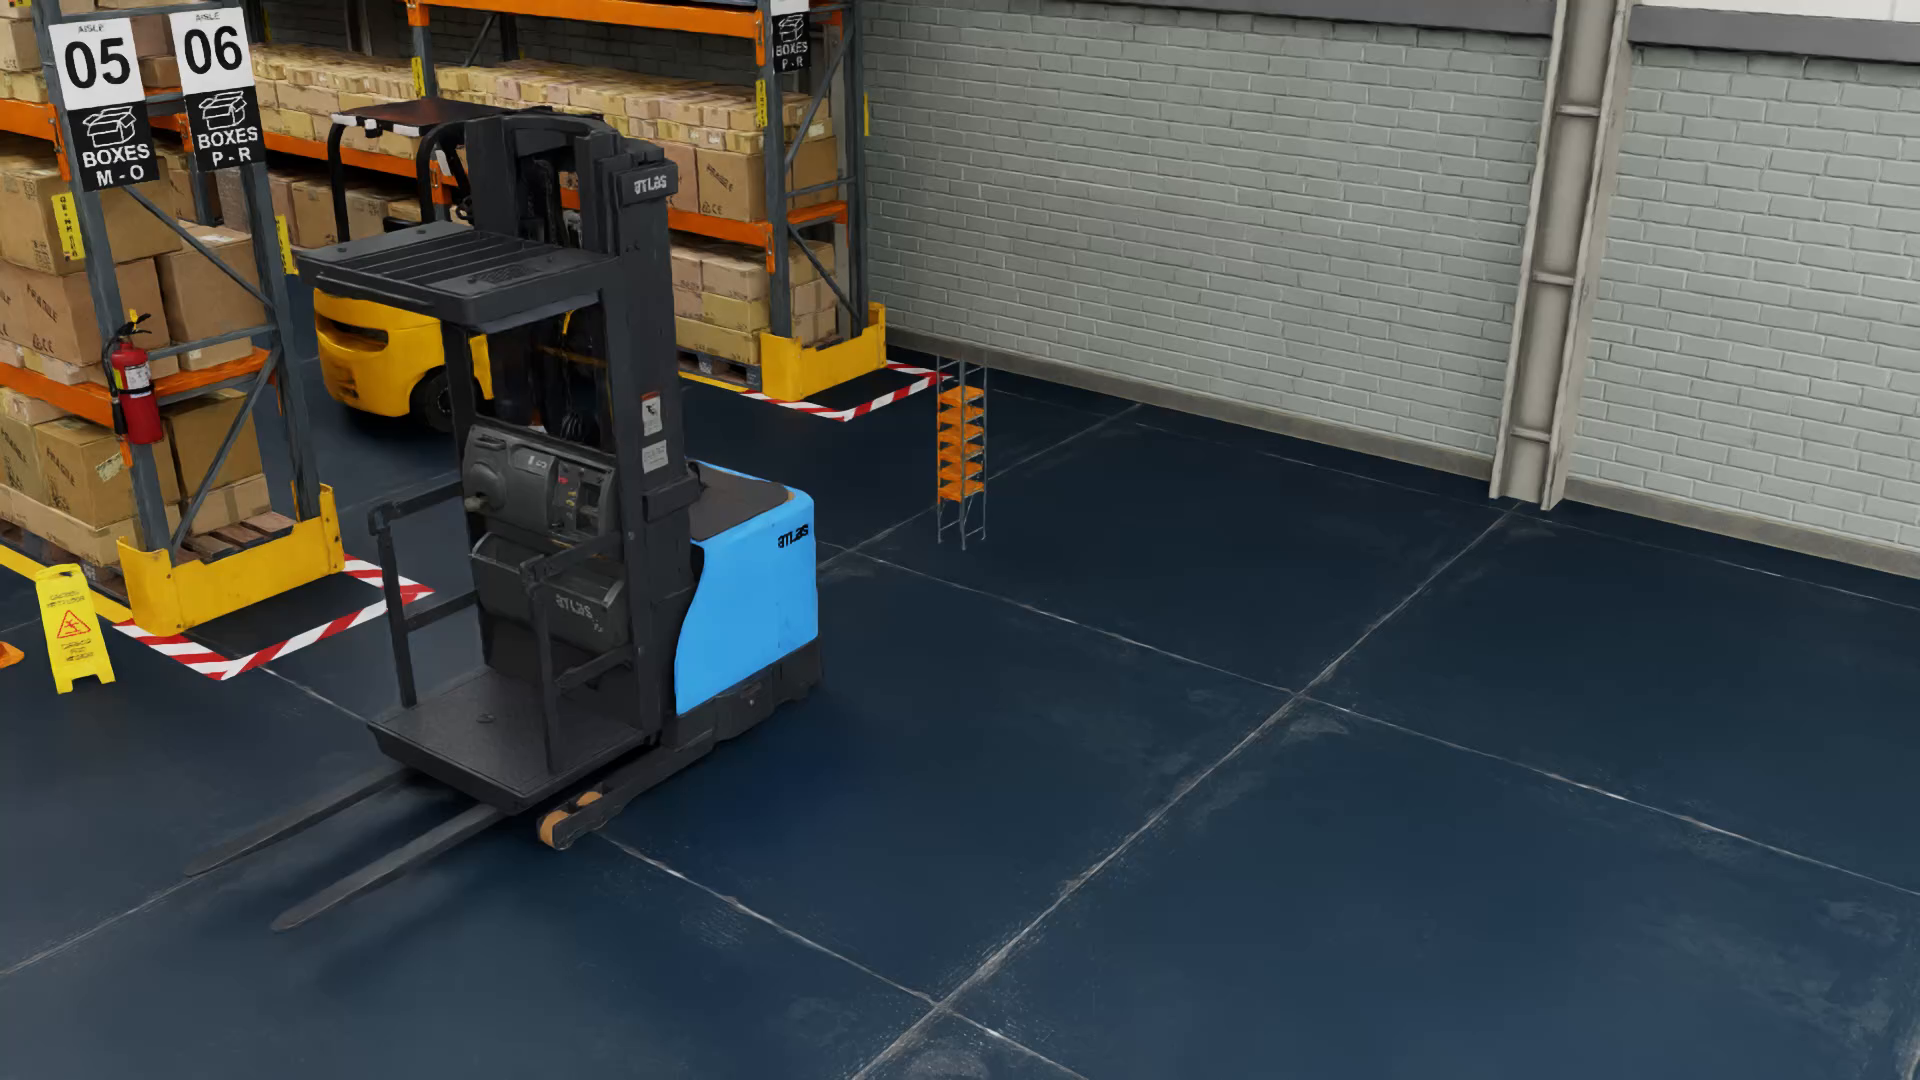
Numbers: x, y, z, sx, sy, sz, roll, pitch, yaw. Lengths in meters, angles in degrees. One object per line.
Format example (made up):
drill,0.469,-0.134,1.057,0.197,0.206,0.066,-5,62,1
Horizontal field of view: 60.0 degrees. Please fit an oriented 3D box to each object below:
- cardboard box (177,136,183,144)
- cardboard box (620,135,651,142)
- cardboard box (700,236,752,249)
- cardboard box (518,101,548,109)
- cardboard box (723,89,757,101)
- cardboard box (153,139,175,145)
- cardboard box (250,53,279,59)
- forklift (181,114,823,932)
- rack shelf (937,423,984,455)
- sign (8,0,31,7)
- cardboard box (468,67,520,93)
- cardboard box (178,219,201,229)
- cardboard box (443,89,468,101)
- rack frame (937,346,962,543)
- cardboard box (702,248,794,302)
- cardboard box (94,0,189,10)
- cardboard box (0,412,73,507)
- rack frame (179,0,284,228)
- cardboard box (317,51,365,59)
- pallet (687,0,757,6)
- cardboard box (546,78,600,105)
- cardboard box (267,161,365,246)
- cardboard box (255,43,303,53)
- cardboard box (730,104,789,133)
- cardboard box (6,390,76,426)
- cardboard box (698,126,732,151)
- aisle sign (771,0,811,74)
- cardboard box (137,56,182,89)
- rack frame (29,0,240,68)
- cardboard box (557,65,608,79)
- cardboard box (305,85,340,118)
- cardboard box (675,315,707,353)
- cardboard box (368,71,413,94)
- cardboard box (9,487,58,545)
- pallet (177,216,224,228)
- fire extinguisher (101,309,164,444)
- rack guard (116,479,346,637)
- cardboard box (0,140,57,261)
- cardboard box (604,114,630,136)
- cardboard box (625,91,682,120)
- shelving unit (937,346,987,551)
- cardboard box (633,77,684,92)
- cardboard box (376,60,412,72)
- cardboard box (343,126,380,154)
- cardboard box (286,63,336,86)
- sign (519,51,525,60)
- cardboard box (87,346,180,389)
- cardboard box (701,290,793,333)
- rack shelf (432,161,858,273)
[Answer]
cardboard box,-8.314,-4.356,18.191,0.250,0.149,0.380,15,28,31
cardboard box,-2.447,-2.979,13.167,0.500,0.500,0.500,16,29,32
cardboard box,-1.749,-2.335,13.479,0.500,0.250,0.500,17,29,33
cardboard box,-3.384,-3.531,13.616,0.250,0.149,0.380,16,29,33
cardboard box,-1.626,-3.409,12.970,0.250,0.149,0.380,17,29,34
cardboard box,-8.630,-4.177,17.784,0.250,0.149,0.380,18,29,35
cardboard box,-6.747,-4.575,15.984,0.250,0.149,0.380,17,29,34
forklift,-1.971,-0.221,7.117,1.130,2.935,3.031,16,29,33
rack shelf,0.012,-0.615,9.970,0.180,0.103,0.258,17,29,33
sign,-4.399,-2.648,7.722,0.005,0.325,0.100,17,29,33
cardboard box,-3.926,-3.892,14.065,0.250,0.149,0.380,17,29,34
cardboard box,-4.679,-1.555,9.565,0.500,0.500,0.500,18,29,35
cardboard box,-4.180,-3.795,14.214,0.250,0.149,0.380,16,29,32
rack frame,-0.062,-0.568,10.050,0.006,1.200,0.240,17,29,33
cardboard box,-1.632,-2.049,12.830,0.500,0.250,0.500,18,29,35
cardboard box,-4.212,-2.819,8.530,0.250,0.149,0.380,17,29,33
cardboard box,-5.267,-0.556,9.751,0.500,0.500,0.500,18,30,35
rack frame,-7.478,-4.581,16.928,0.127,3.000,1.000,17,29,33
cardboard box,-5.999,-4.643,16.138,0.250,0.149,0.380,16,29,32
pallet,-1.626,-4.158,12.357,1.213,0.211,1.003,17,29,33
cardboard box,-3.121,-3.634,13.480,0.250,0.149,0.380,17,29,33
cardboard box,-6.459,-3.376,16.617,0.625,0.625,0.875,18,29,35
cardboard box,-6.820,-4.883,16.685,0.250,0.149,0.380,18,29,35
cardboard box,-1.489,-3.144,12.368,0.250,0.149,0.380,17,29,33
cardboard box,-5.182,-0.795,9.489,0.250,0.149,0.380,18,29,35
cardboard box,-1.744,-3.035,12.490,0.250,0.149,0.380,17,29,34
aisle sign,-1.200,-3.726,11.762,0.004,0.787,0.394,17,29,33
cardboard box,-4.121,-2.487,8.766,0.250,0.149,0.380,17,29,33
rack frame,-4.050,-3.790,7.691,0.127,3.000,1.000,17,29,33
cardboard box,-3.207,-3.939,14.172,0.250,0.149,0.380,16,28,32
cardboard box,-5.645,-4.058,15.306,0.500,0.250,0.500,17,29,34
cardboard box,-2.034,-1.716,13.313,0.500,0.250,0.500,17,29,33
cardboard box,-5.065,-4.100,14.908,0.250,0.149,0.380,17,29,33
cardboard box,-5.268,-0.215,9.907,0.500,0.250,0.500,17,29,33
pallet,-8.052,-3.498,17.927,1.213,0.211,1.003,17,29,33
fire extinguisher,-4.235,-0.833,8.516,0.183,0.674,0.296,17,29,33
rack guard,-4.111,0.081,9.446,0.348,0.500,1.175,17,29,33
cardboard box,-4.990,-1.862,9.022,0.500,0.500,0.700,17,29,34
cardboard box,-2.563,-3.285,13.057,0.250,0.149,0.380,17,29,34
cardboard box,-2.360,-3.360,12.858,0.250,0.149,0.380,18,29,35
shelving unit,0.012,-0.546,10.000,0.189,1.200,0.258,17,29,33
cardboard box,-2.437,-3.659,13.537,0.250,0.149,0.380,17,29,34
cardboard box,-5.213,-4.377,15.535,0.250,0.149,0.380,17,29,33
cardboard box,-5.243,-3.703,15.119,0.500,0.250,0.500,17,29,33
cardboard box,-5.982,-4.306,15.375,0.250,0.149,0.380,16,28,32
sign,-3.945,-4.226,14.949,0.005,0.325,0.100,17,29,33
cardboard box,-4.478,-0.951,9.000,0.250,0.149,0.380,18,29,35
cardboard box,-1.653,-1.826,12.944,0.500,0.250,0.500,16,29,33
rack shelf,-2.677,-2.801,13.780,4.000,0.370,1.077,17,29,33
